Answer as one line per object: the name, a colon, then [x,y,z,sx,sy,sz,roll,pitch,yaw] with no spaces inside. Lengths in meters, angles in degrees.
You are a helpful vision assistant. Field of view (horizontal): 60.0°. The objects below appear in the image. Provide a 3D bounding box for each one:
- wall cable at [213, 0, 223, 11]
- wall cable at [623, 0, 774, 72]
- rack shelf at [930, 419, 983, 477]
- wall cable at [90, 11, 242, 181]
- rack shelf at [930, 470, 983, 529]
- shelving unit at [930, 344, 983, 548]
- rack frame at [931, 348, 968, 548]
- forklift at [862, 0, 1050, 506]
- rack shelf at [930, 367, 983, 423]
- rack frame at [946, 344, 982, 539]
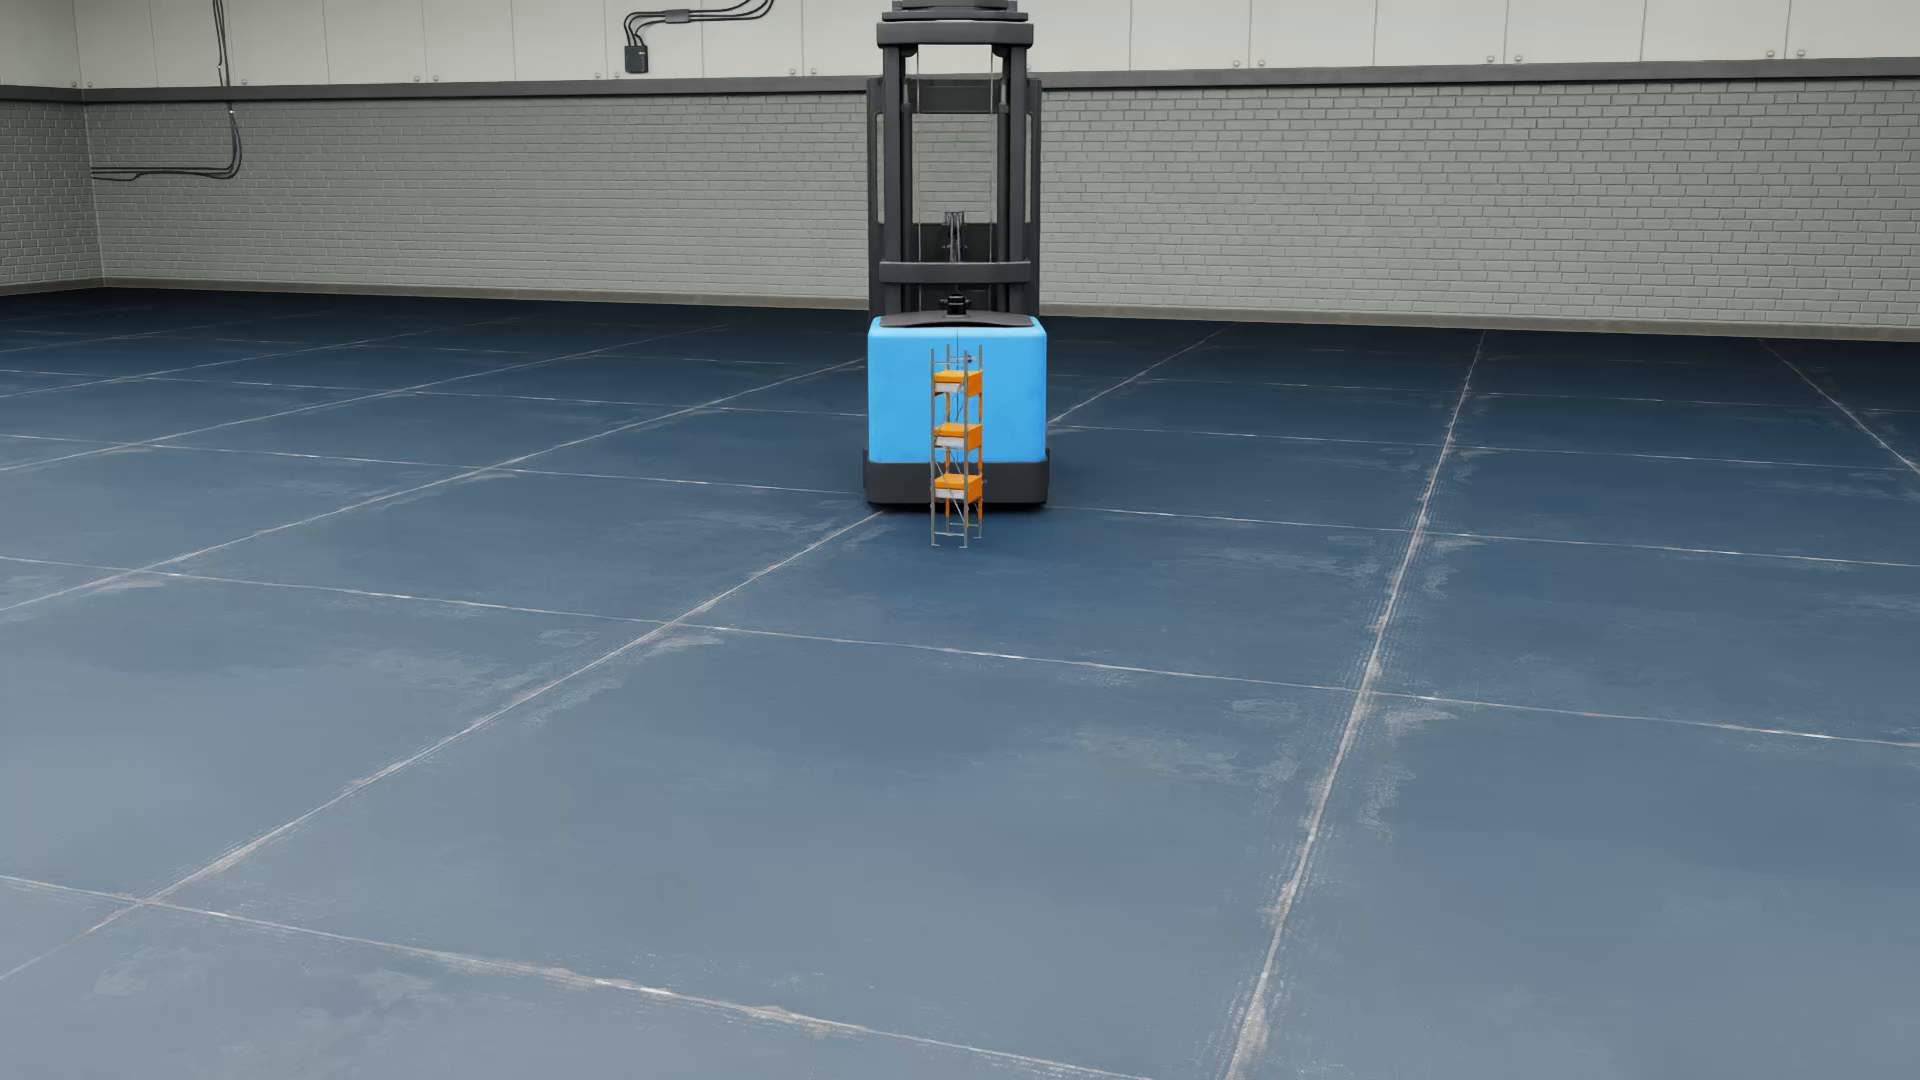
wall cable: [-9.971,-9.142,24.448,3.097,2.526,0.112,4,14,18]
wall cable: [-3.553,-9.360,22.131,2.305,6.003,0.169,4,14,18]
rack shelf: [-0.017,-0.490,8.824,0.215,0.259,0.240,4,14,18]
wall cable: [-12.531,-6.875,25.864,3.097,2.526,0.112,4,14,18]
rack shelf: [-0.017,-0.219,8.886,0.215,0.259,0.240,4,14,18]
shelving unit: [-0.017,-0.501,8.822,0.215,1.050,0.252,4,14,18]
rack frame: [-0.057,-0.475,8.709,0.200,1.050,0.008,4,14,18]
forklift: [-0.043,-1.907,10.755,1.130,2.935,3.031,0,13,-1]
rack shelf: [-0.017,-0.767,8.761,0.215,0.259,0.240,4,14,18]
rack frame: [0.022,-0.526,8.934,0.200,1.050,0.008,4,14,18]
